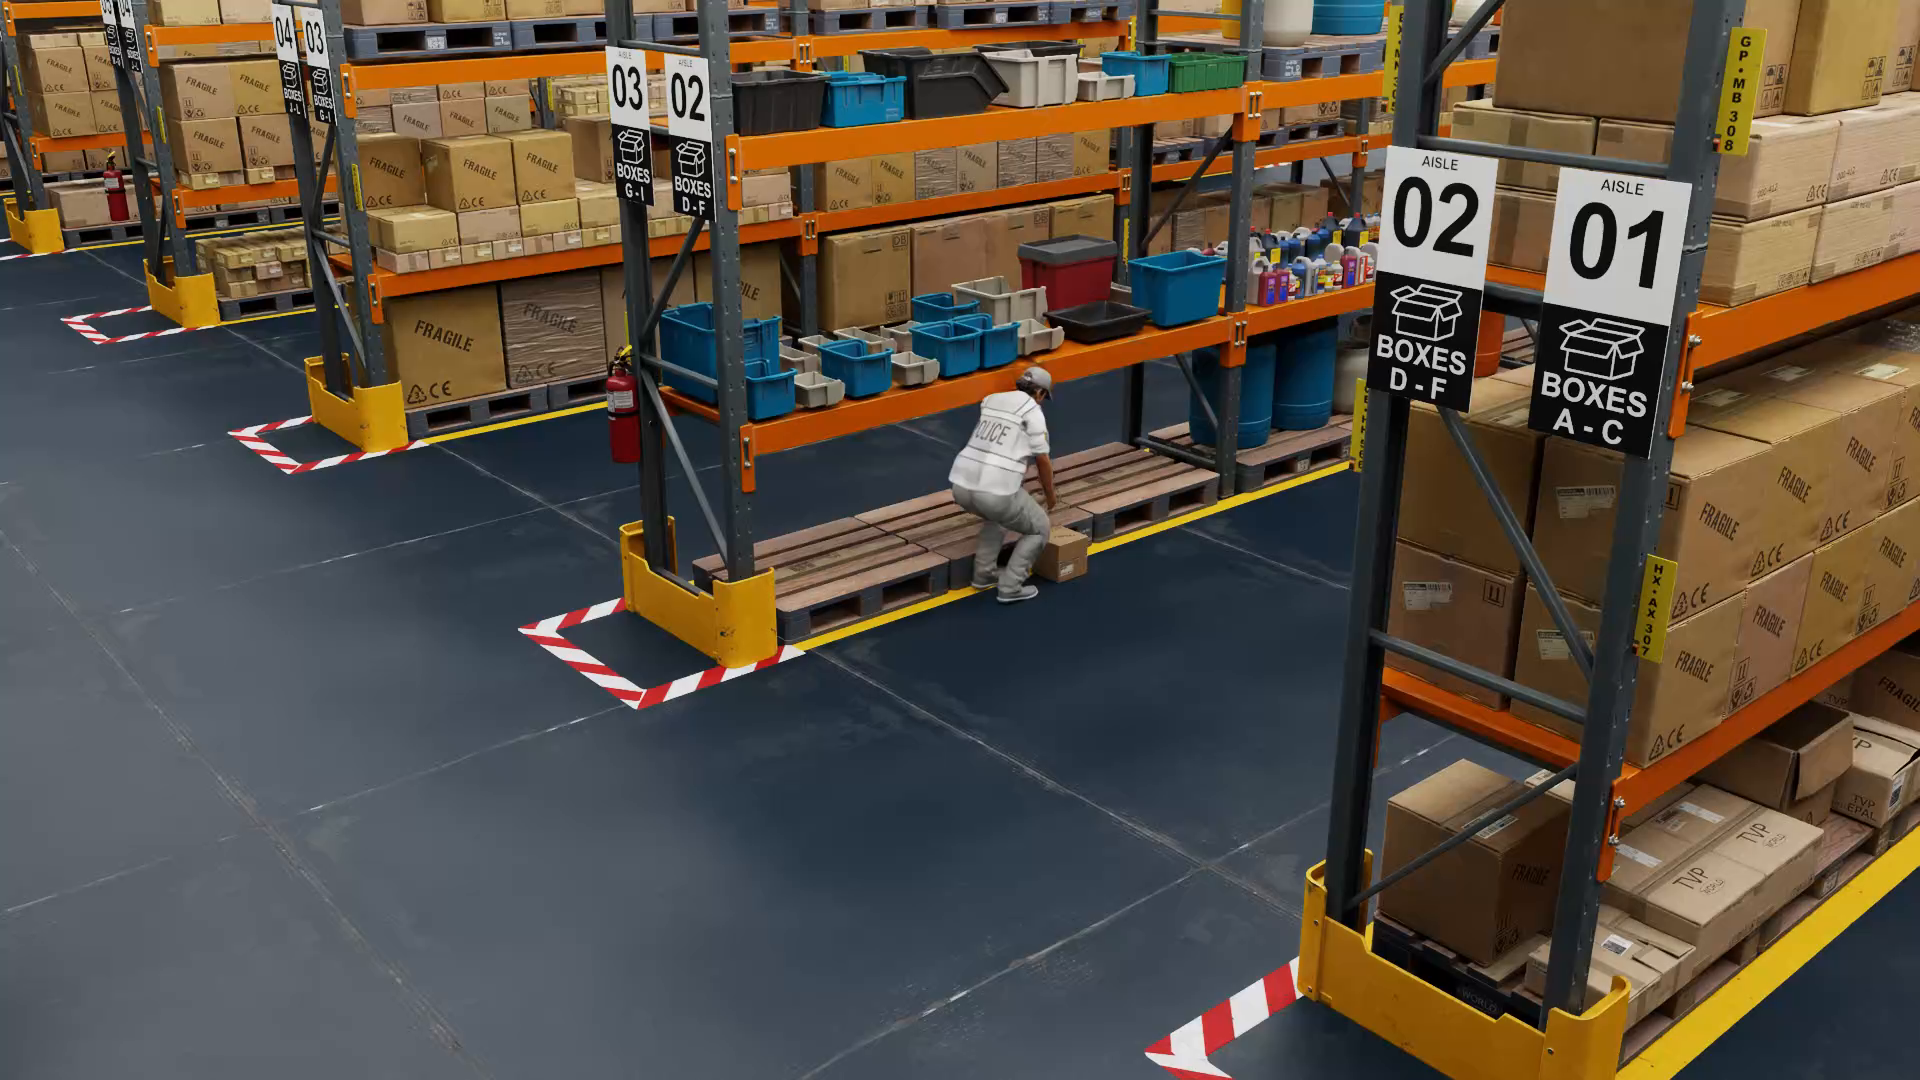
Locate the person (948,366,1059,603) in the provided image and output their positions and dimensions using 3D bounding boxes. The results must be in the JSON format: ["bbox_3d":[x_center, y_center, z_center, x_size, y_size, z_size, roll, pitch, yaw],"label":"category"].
[{"bbox_3d":[0.293,-0.340,9.911,0.679,1.351,0.535,-18,27,-38],"label":"person"}]
